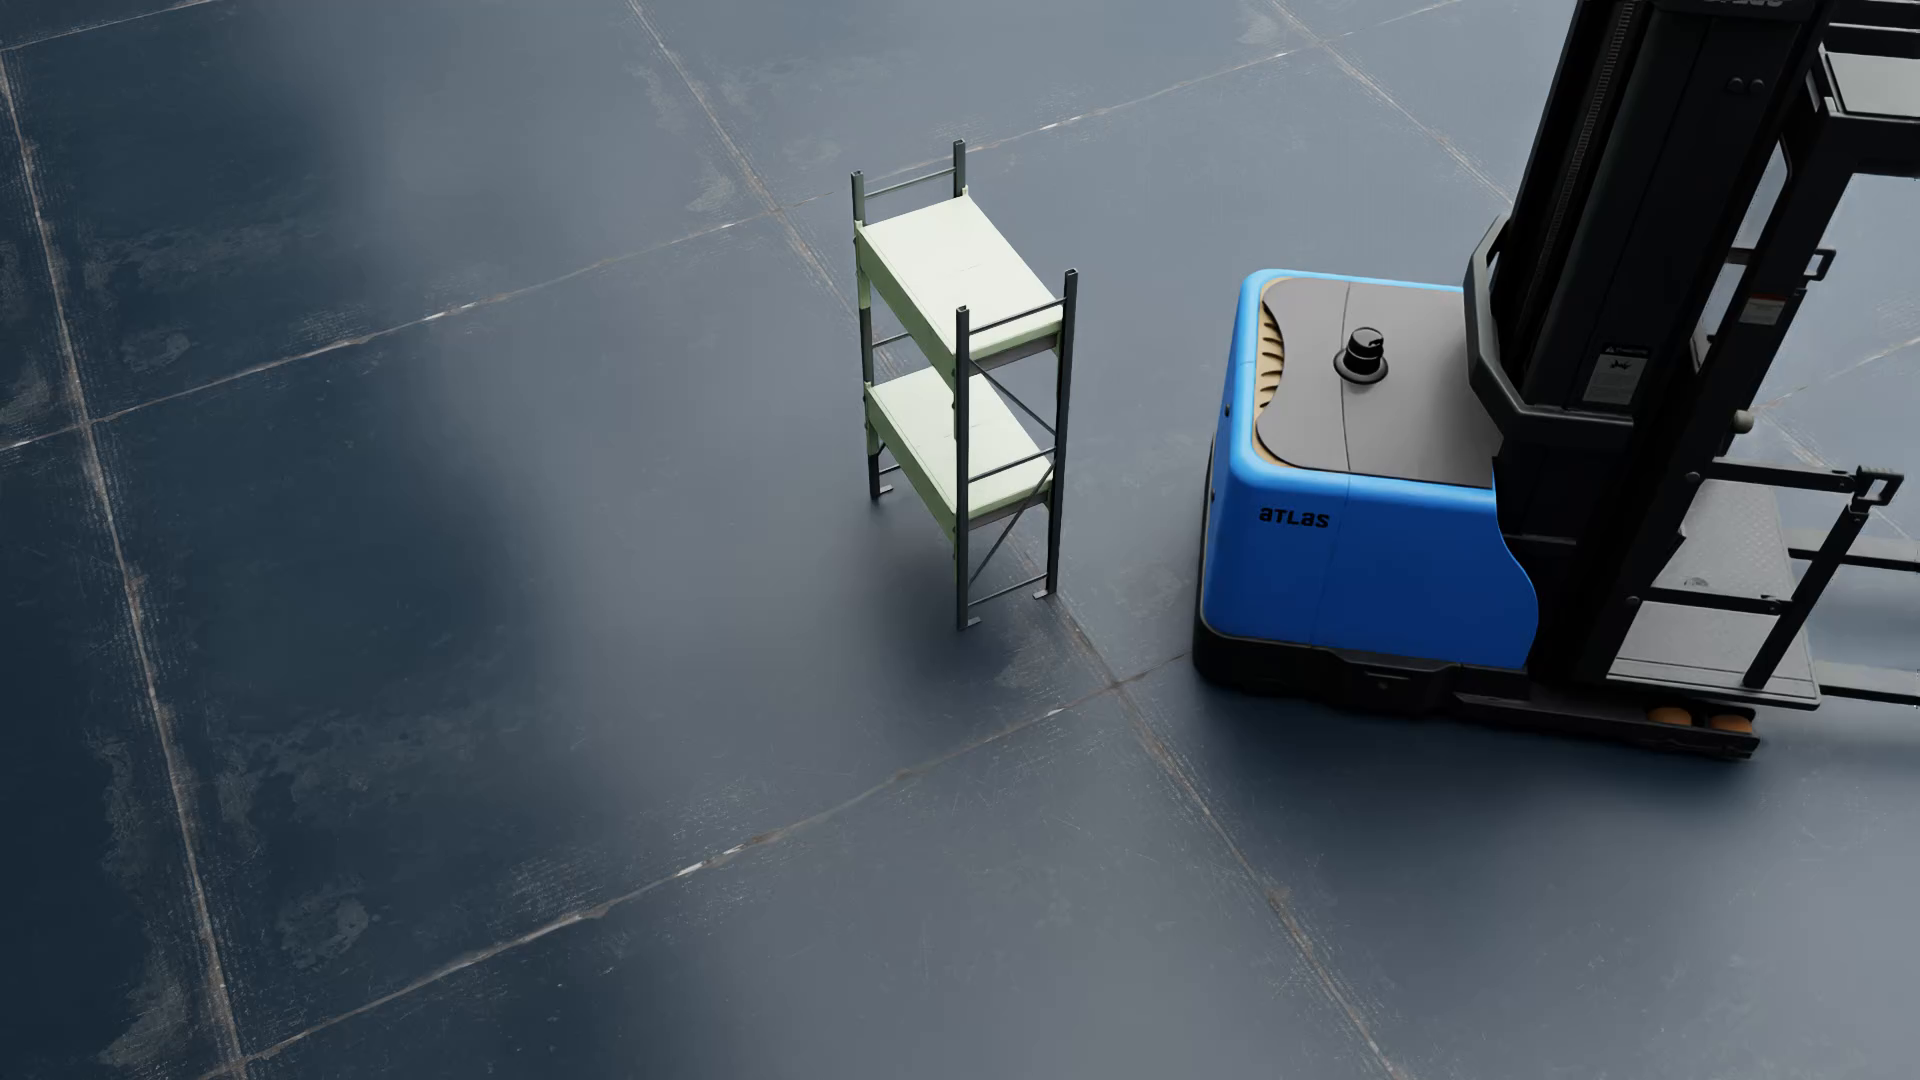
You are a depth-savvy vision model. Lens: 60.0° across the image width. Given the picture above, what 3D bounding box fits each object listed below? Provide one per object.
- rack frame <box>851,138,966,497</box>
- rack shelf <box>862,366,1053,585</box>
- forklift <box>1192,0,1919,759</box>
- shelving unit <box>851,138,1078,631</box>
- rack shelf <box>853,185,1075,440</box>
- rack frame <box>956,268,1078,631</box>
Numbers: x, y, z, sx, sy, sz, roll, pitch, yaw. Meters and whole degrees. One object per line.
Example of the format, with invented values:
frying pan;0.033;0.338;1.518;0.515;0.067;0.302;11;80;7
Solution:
rack frame;-0.164;-0.734;5.896;0.400;1.500;0.023;-21;52;-18
rack shelf;0.003;-0.275;5.927;0.431;0.370;0.720;-21;52;-18
forklift;2.371;-0.660;4.880;3.031;2.935;1.130;7;49;6
shelving unit;0.003;-0.489;5.682;0.431;1.500;0.755;-21;52;-18
rack shelf;0.003;-0.746;5.388;0.431;0.370;0.720;-21;52;-18
rack frame;0.171;-0.244;5.467;0.400;1.500;0.023;-21;52;-18
